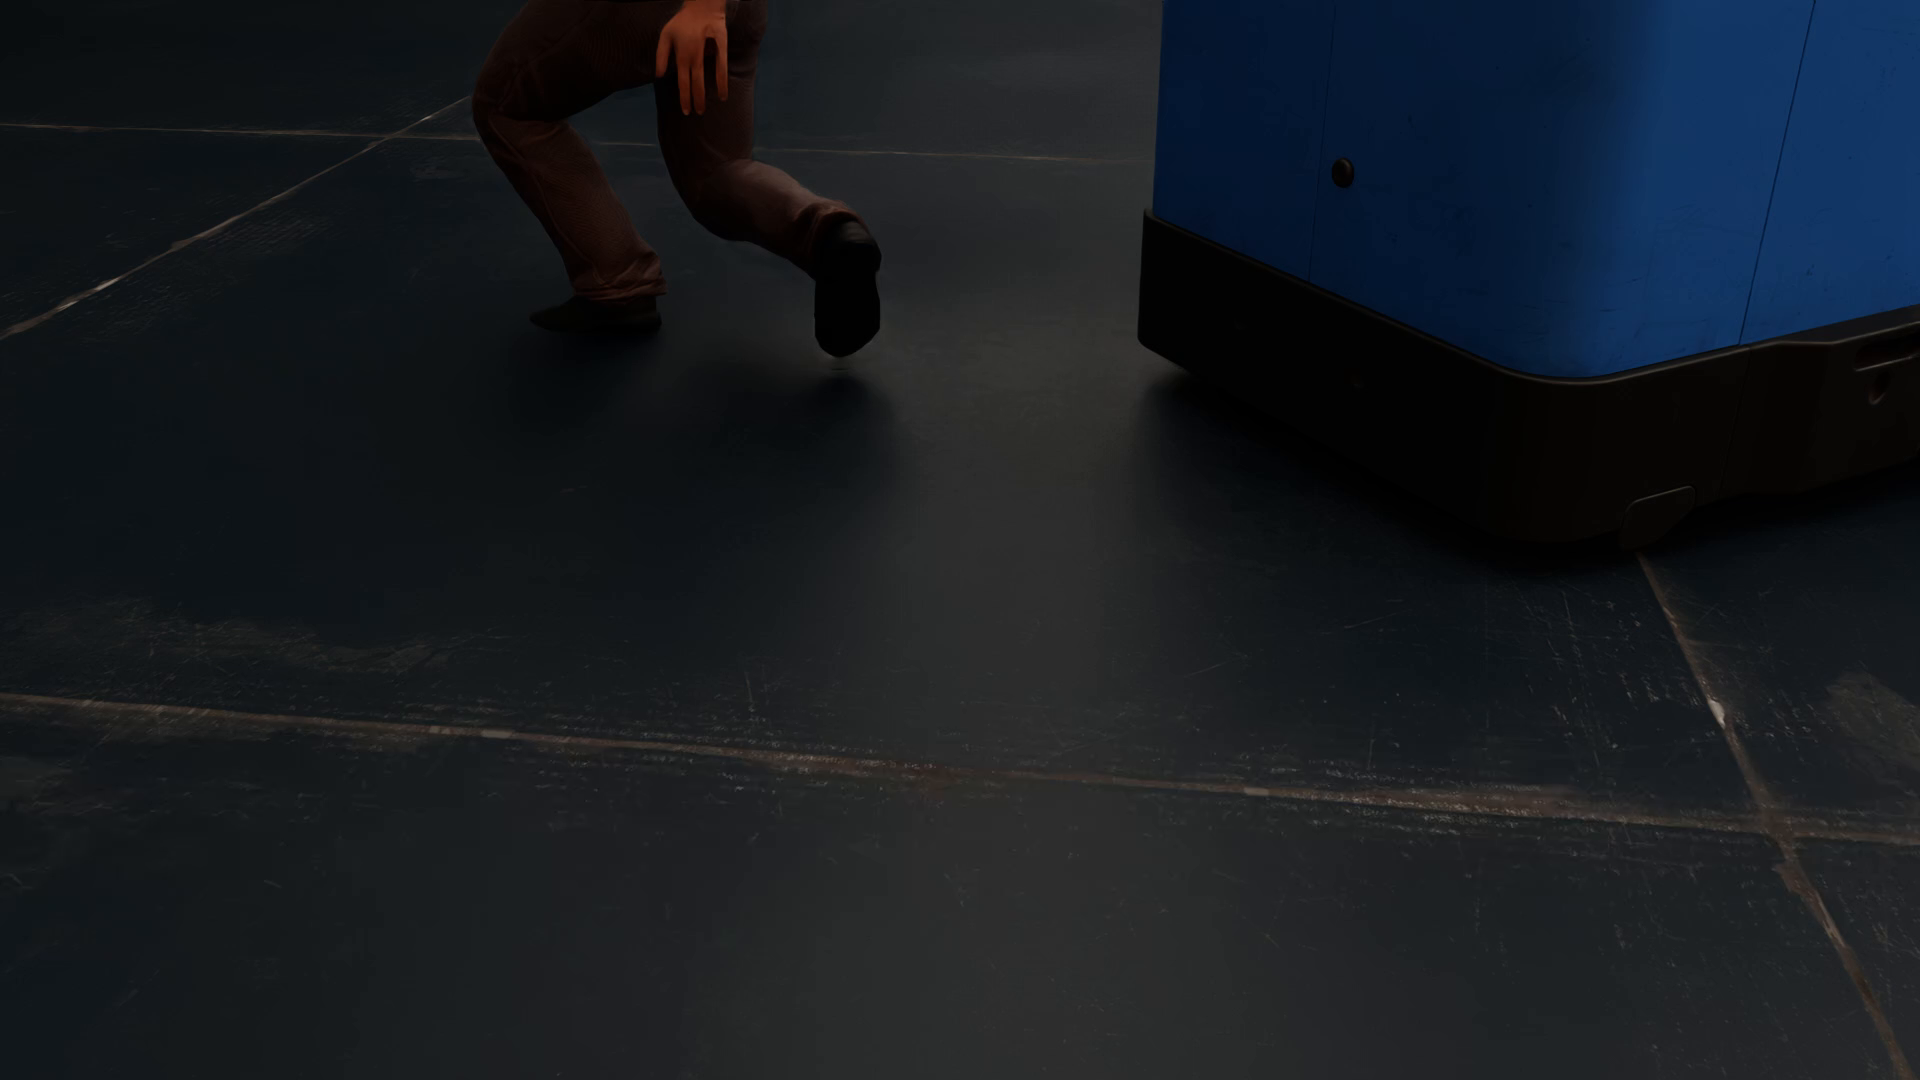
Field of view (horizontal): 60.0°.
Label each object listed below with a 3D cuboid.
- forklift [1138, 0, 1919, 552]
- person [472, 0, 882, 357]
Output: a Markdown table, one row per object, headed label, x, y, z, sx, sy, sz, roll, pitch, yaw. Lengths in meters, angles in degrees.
| label | x | y | z | sx | sy | sz | roll | pitch | yaw |
| --- | --- | --- | --- | --- | --- | --- | --- | --- | --- |
| forklift | 1.877 | -1.747 | 2.718 | 3.031 | 2.935 | 1.130 | -13 | 29 | -25 |
| person | -0.548 | -1.007 | 2.917 | 0.884 | 1.498 | 0.639 | 9 | 28 | 18 |
